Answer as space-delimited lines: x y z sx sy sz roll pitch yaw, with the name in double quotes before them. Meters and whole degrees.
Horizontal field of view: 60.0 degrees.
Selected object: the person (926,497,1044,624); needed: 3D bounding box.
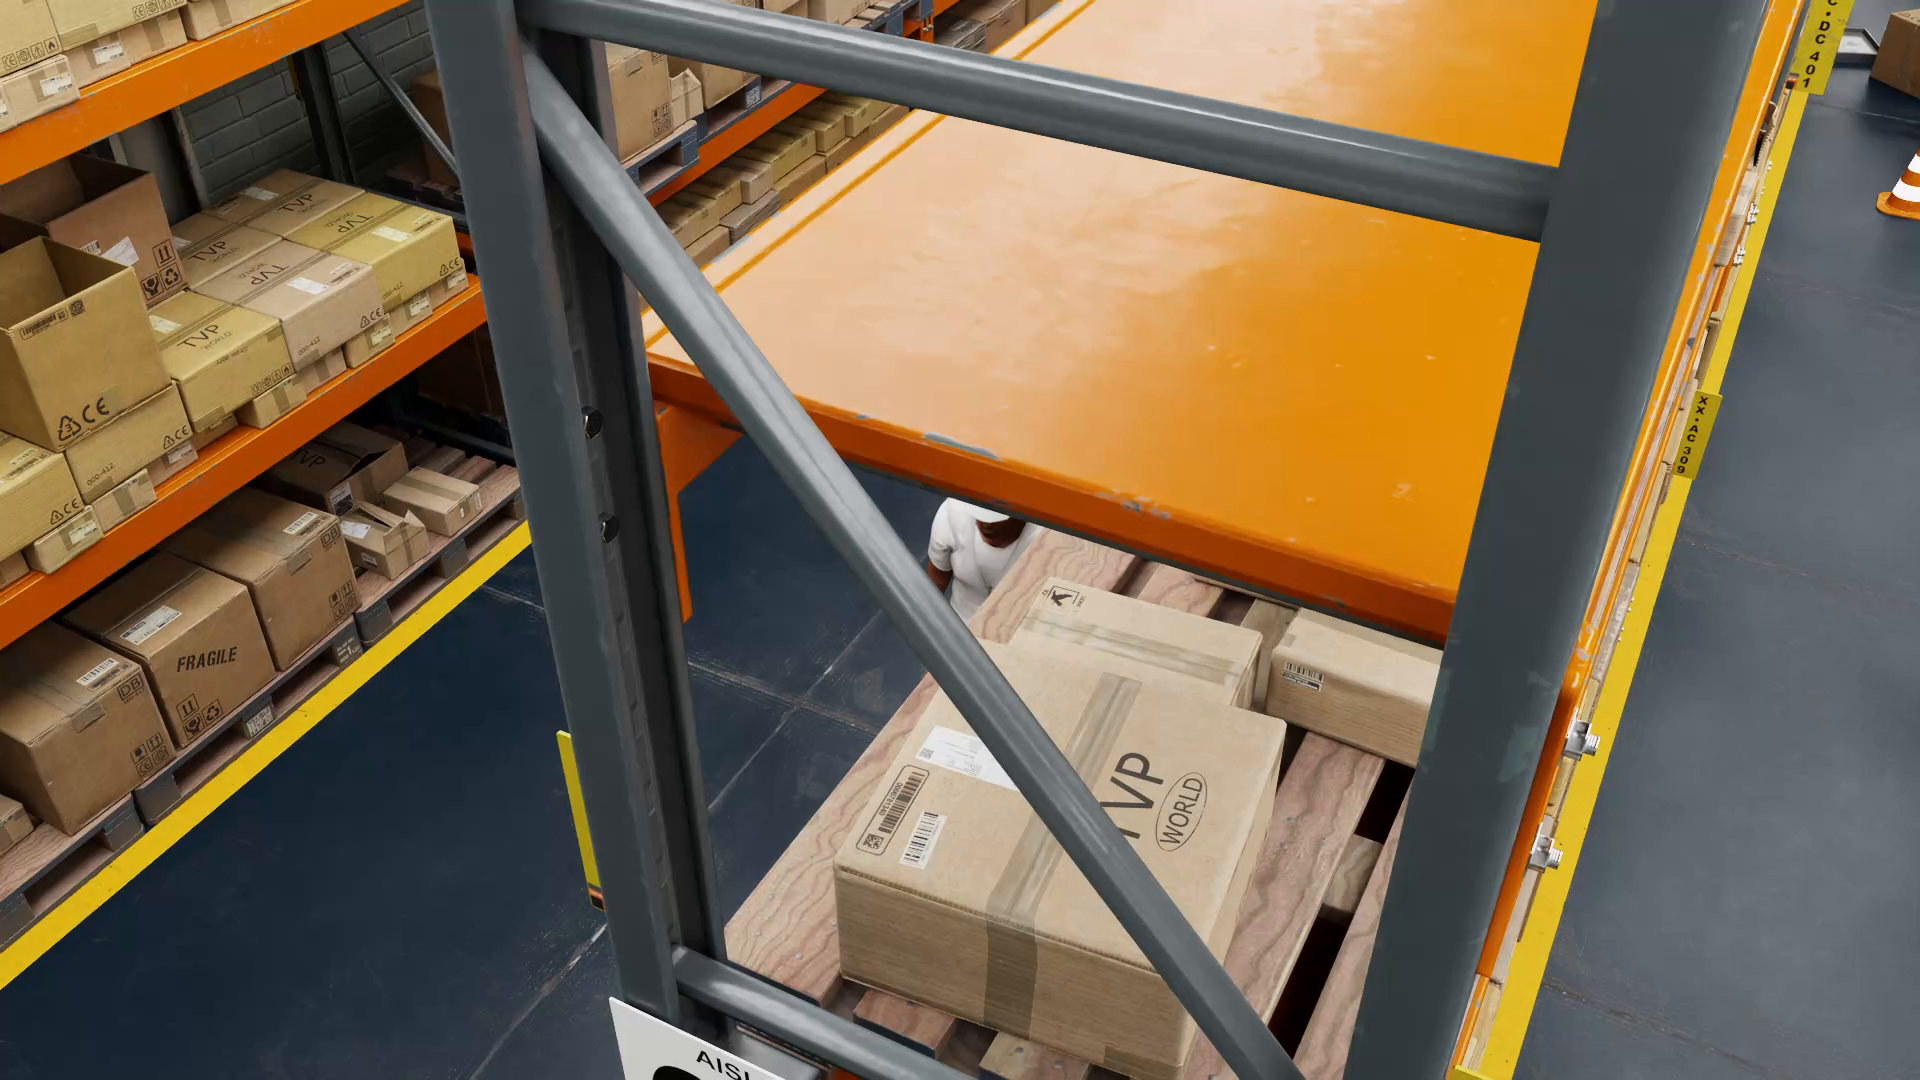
"person" 0.136 0.375 6.251 0.628 1.759 0.461 16 40 19
